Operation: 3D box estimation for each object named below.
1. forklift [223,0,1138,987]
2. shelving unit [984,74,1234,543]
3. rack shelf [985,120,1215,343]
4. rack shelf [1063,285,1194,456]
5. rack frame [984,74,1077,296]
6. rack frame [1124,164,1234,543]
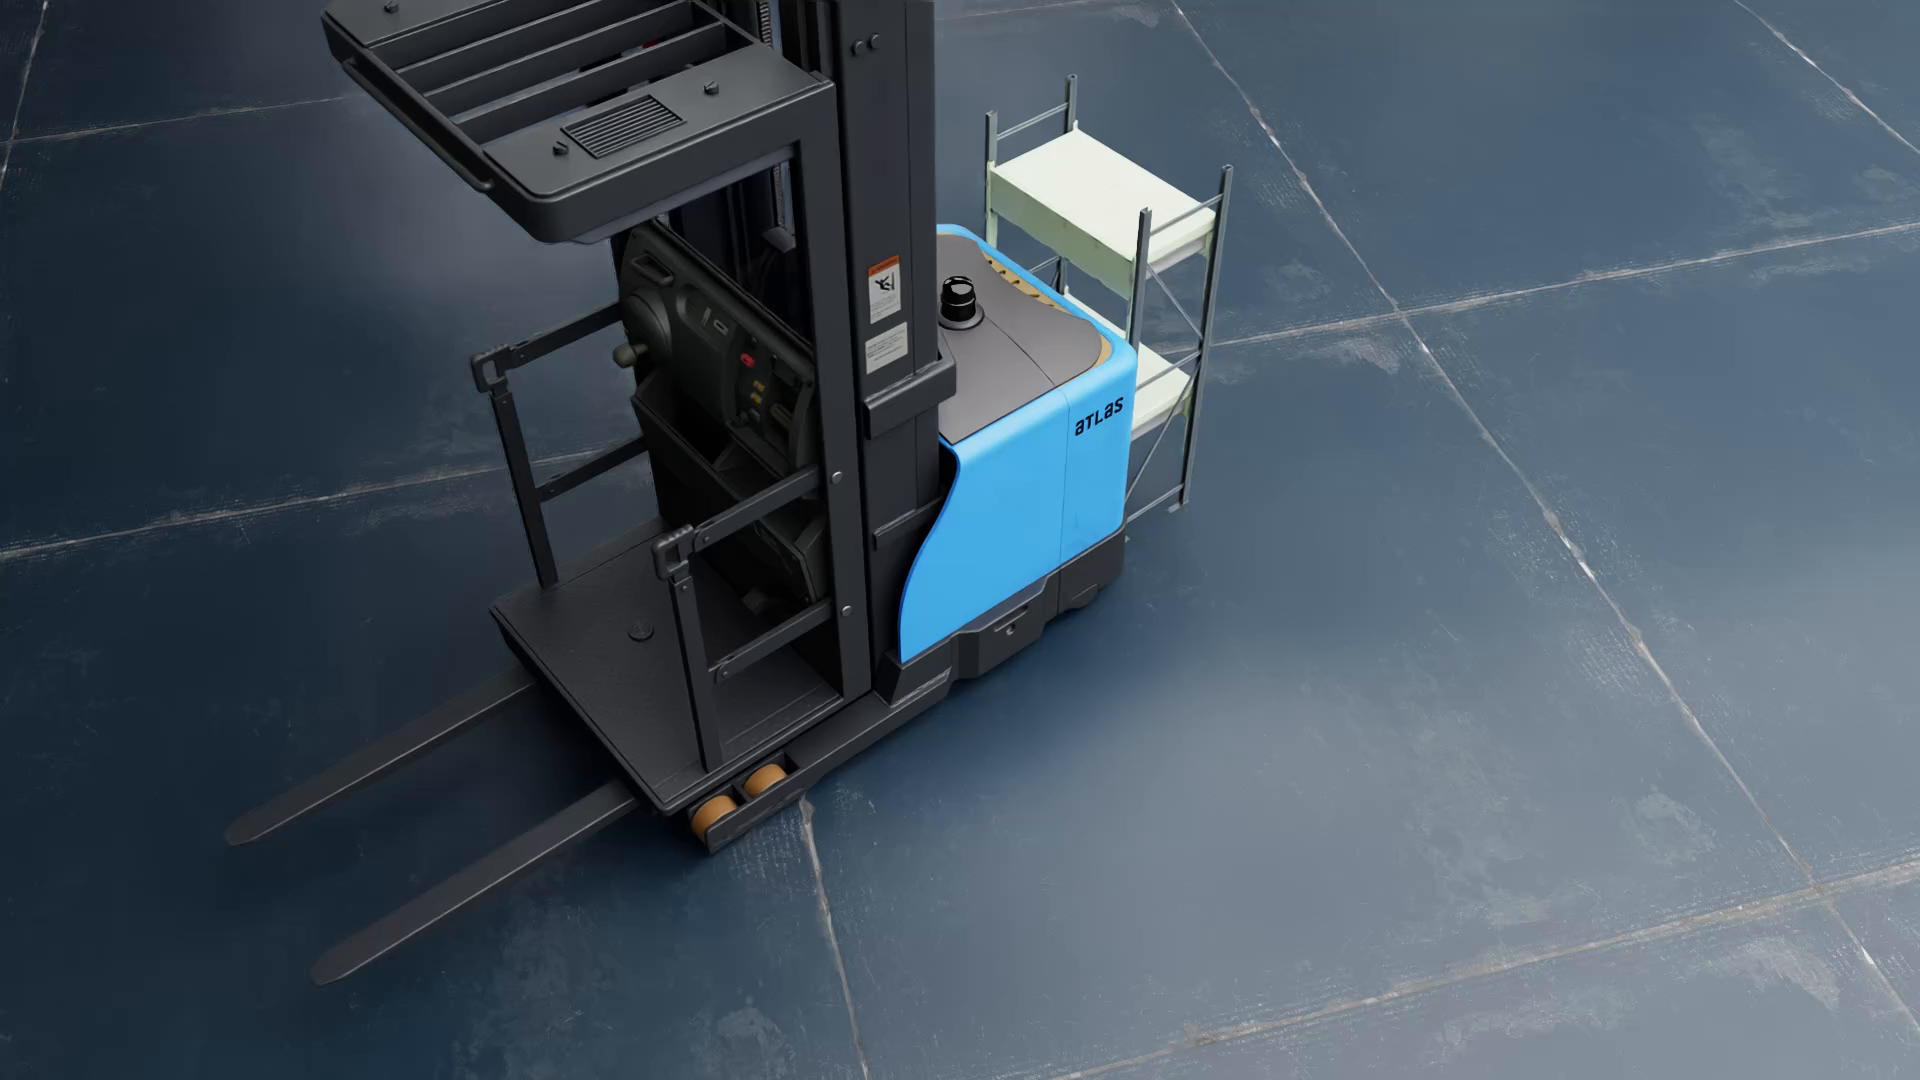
[{"bbox_3d":[-0.866,-0.479,4.667,3.031,2.935,1.130,-31,53,-27],"label":"forklift"},{"bbox_3d":[0.480,-0.782,5.966,0.431,1.500,0.755,-31,53,-27],"label":"shelving unit"},{"bbox_3d":[0.480,-1.055,5.687,0.431,0.370,0.720,-31,53,-27],"label":"rack shelf"},{"bbox_3d":[0.480,-0.554,6.199,0.431,0.370,0.720,-31,53,-27],"label":"rack shelf"},{"bbox_3d":[0.244,-0.982,6.162,0.400,1.500,0.023,-31,53,-27],"label":"rack frame"},{"bbox_3d":[0.716,-0.582,5.770,0.400,1.500,0.023,-31,53,-27],"label":"rack frame"}]
